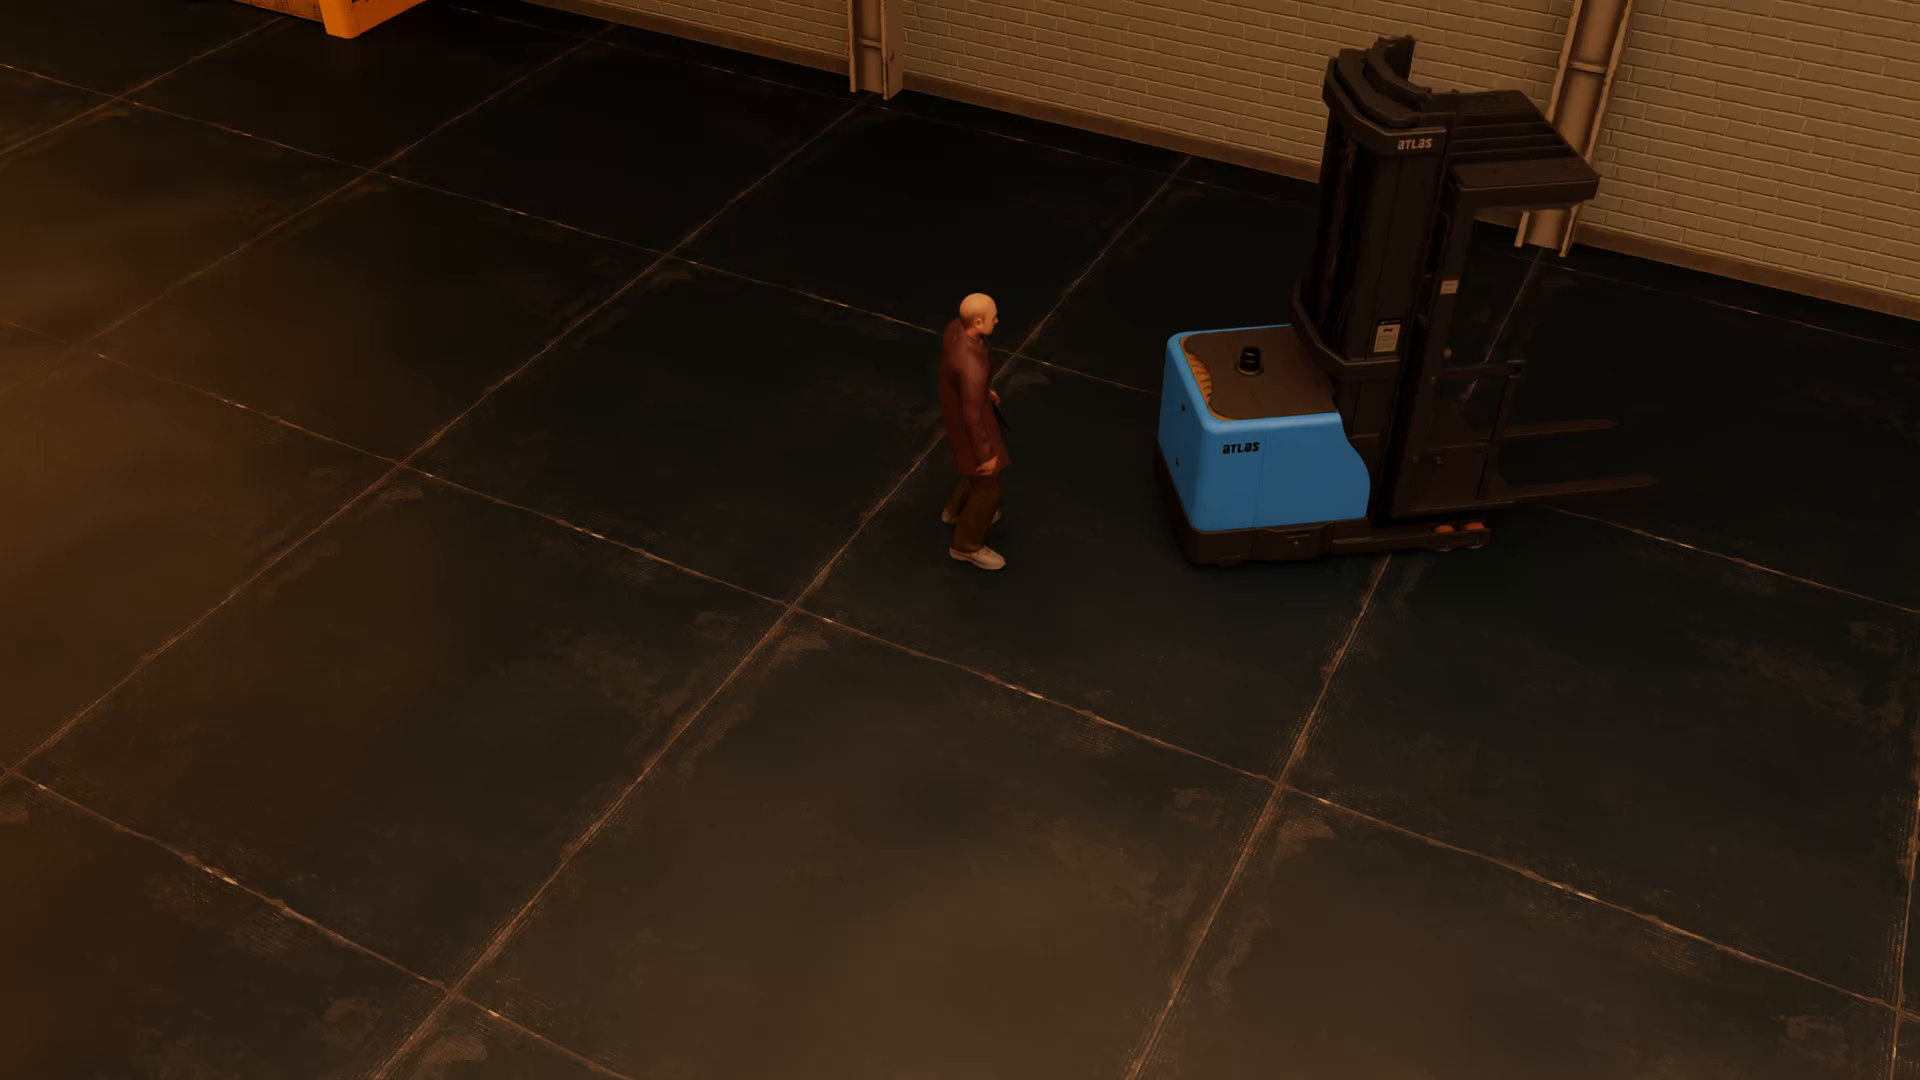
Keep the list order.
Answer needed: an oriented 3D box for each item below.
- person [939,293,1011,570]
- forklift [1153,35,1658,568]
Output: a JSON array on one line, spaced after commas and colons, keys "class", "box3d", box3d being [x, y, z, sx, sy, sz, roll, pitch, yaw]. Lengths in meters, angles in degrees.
[{"class": "person", "box3d": [0.102, -0.681, 9.727, 0.435, 1.737, 0.736, -2, 40, -3]}, {"class": "forklift", "box3d": [2.799, -1.383, 9.629, 3.031, 2.935, 1.130, -5, 40, -6]}]
